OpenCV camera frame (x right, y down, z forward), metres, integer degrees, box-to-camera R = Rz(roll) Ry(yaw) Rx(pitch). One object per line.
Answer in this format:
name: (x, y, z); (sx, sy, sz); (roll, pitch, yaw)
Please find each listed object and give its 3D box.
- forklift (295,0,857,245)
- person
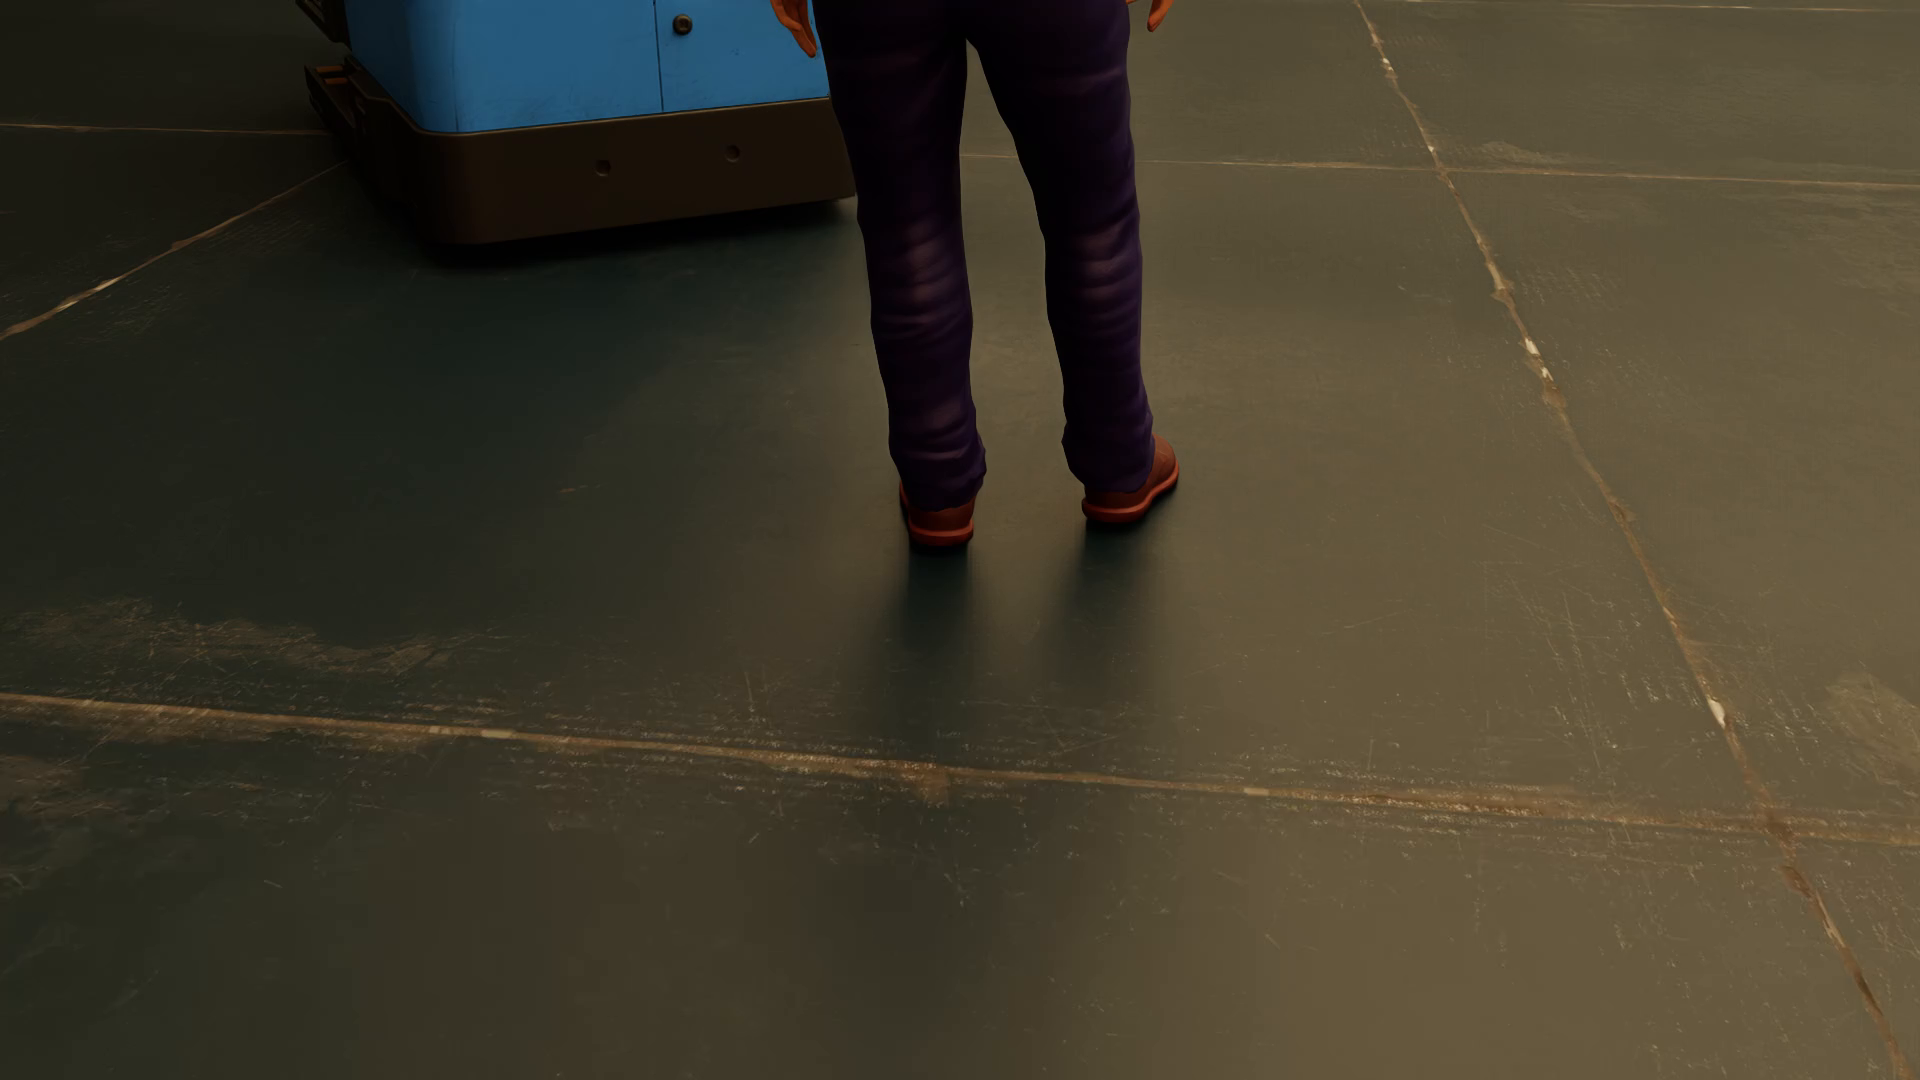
forklift: (-1.332, -2.584, 4.396); (1.130, 2.935, 3.031); (-13, 29, -24)
person: (0.035, -0.782, 2.206); (0.598, 1.651, 0.502); (3, 27, 7)
